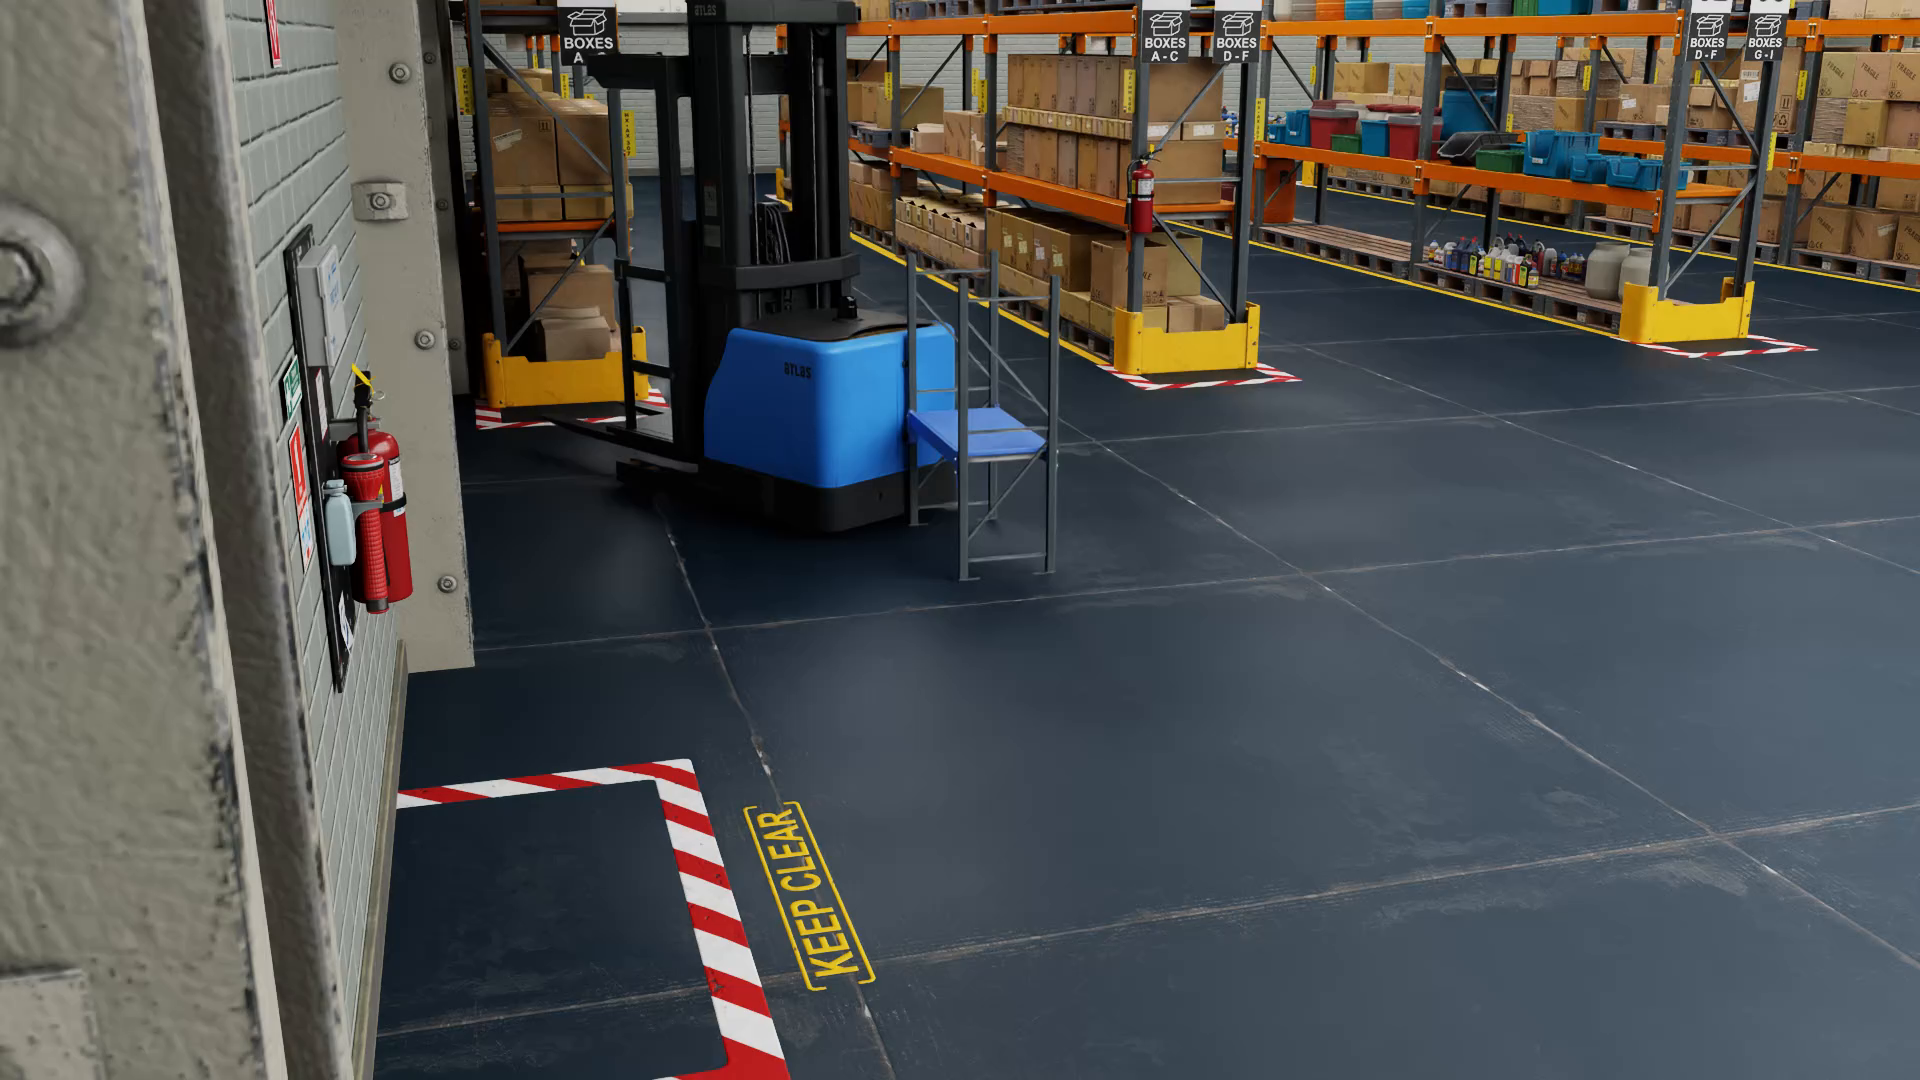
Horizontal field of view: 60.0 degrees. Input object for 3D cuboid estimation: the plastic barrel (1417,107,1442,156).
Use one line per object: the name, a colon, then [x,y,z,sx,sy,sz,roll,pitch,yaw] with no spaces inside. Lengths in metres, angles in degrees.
plastic barrel: [5.460,-4.707,19.171,0.433,0.535,0.433,0,17,0]

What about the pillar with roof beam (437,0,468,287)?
pillar with roof beam: [-1.448,-7.469,18.173,9.100,9.000,0.400,-5,17,-15]

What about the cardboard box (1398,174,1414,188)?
cardboard box: [7.972,-6.337,27.797,0.875,0.875,0.875,-5,17,-15]

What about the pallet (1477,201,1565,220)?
pallet: [8.699,-5.083,25.508,1.003,0.211,1.213,-5,17,-15]

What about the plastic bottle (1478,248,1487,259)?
plastic bottle: [5.463,-2.918,17.429,0.097,0.271,0.097,0,17,0]

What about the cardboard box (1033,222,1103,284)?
cardboard box: [0.989,-2.645,15.289,0.500,0.500,0.500,-5,17,-15]

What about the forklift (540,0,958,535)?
forklift: [-1.424,-1.772,9.756,3.031,2.935,1.130,15,23,41]

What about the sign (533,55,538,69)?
sign: [-6.786,-7.603,26.624,0.100,0.325,0.005,-5,17,-15]

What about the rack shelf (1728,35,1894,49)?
rack shelf: [13.422,-7.867,25.965,1.077,0.370,4.000,-5,17,-15]

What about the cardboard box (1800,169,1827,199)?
cardboard box: [13.401,-5.531,25.767,0.500,0.500,0.500,-4,17,-13]

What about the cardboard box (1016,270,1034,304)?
cardboard box: [0.850,-2.424,15.857,0.500,0.250,0.500,-5,17,-15]

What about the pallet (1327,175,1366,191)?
pallet: [7.272,-6.520,30.291,1.003,0.211,1.213,-5,17,-15]

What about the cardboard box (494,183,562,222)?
cardboard box: [-3.229,-2.522,12.359,0.500,0.250,0.500,-4,17,-14]

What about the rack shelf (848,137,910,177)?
rack shelf: [-0.900,-5.284,22.580,1.077,0.370,4.000,-5,17,-15]

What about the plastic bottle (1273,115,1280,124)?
plastic bottle: [4.421,-5.788,23.210,0.061,0.283,0.133,-5,17,-15]

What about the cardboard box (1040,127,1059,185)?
cardboard box: [1.162,-3.610,15.584,0.700,0.500,0.500,-4,17,-14]

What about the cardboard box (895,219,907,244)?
cardboard box: [-0.489,-3.792,20.411,0.500,0.250,0.500,-5,17,-15]

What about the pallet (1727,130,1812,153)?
pallet: [10.204,-4.882,20.325,1.003,0.211,1.213,-5,17,-15]

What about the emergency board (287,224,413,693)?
emergency board: [-1.647,-0.249,4.567,0.194,1.169,0.643,-5,17,-15]

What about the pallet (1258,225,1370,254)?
pallet: [4.589,-3.913,21.613,1.003,0.211,1.213,-5,17,-15]

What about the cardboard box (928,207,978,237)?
cardboard box: [-0.057,-3.632,18.905,0.500,0.311,0.500,-5,17,-16]

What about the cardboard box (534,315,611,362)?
cardboard box: [-3.018,-1.592,12.946,0.500,0.311,0.500,-7,18,-22]

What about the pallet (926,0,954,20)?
pallet: [0.232,-5.932,18.601,1.003,0.211,1.213,-4,17,-13]

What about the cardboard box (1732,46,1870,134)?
cardboard box: [10.191,-5.471,20.178,1.000,1.000,1.000,-5,17,-15]

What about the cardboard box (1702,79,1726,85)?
cardboard box: [12.539,-7.549,27.541,0.380,0.149,0.250,-4,17,-12]

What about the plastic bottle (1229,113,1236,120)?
plastic bottle: [3.958,-6.071,24.171,0.097,0.271,0.097,0,17,0]

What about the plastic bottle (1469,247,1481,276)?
plastic bottle: [5.392,-2.912,17.390,0.061,0.283,0.133,-4,17,-13]

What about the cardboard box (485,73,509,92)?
cardboard box: [-5.487,-5.347,19.509,0.500,0.250,0.500,-4,17,-14]

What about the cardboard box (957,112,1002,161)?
cardboard box: [0.271,-4.515,18.595,0.500,0.500,0.500,-5,17,-15]

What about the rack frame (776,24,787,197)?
rack frame: [-2.549,-7.289,28.002,1.000,3.000,0.127,-5,17,-15]

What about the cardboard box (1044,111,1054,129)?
cardboard box: [0.994,-3.882,15.360,0.380,0.149,0.250,-5,17,-17]

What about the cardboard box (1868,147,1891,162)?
cardboard box: [10.303,-4.270,18.389,0.380,0.149,0.250,-5,17,-15]

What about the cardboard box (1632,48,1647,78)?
cardboard box: [12.209,-8.392,29.245,0.500,0.500,0.500,-4,17,-14]

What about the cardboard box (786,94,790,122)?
cardboard box: [-2.534,-7.051,27.036,0.500,0.500,0.500,-5,17,-16]

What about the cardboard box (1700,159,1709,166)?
cardboard box: [12.977,-6.561,28.771,0.380,0.149,0.250,-4,17,-13]

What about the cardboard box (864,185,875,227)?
cardboard box: [-0.975,-4.473,22.208,0.500,0.500,0.500,-5,18,-17]

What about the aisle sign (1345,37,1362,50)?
aisle sign: [7.245,-9.359,30.377,0.394,0.787,0.004,-5,17,-15]

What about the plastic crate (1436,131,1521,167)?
plastic crate: [5.534,-4.175,17.746,0.767,0.338,0.504,-5,17,-15]

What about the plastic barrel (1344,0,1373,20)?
plastic barrel: [4.804,-6.522,19.364,0.600,0.901,0.708,-5,17,-15]

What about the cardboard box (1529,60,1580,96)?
cardboard box: [8.813,-6.770,24.359,0.797,0.503,0.637,-4,17,-14]

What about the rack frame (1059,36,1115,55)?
rack frame: [2.214,-7.679,29.302,1.000,3.000,0.127,-5,17,-15]

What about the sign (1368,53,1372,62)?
sign: [7.502,-8.778,30.535,0.100,0.325,0.005,-5,17,-15]

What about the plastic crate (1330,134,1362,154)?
plastic crate: [4.762,-4.718,19.812,0.450,0.188,0.662,-5,17,-15]

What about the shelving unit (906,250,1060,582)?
shelving unit: [0.099,-0.673,8.585,0.538,1.500,1.048,-5,17,-15]

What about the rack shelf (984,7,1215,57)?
rack shelf: [1.298,-4.508,14.782,1.077,0.370,4.000,-5,17,-15]

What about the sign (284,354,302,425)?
sign: [-1.587,-0.361,3.956,0.001,0.109,0.331,-5,17,-15]

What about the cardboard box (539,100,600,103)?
cardboard box: [-3.443,-3.630,14.743,0.500,0.500,0.500,-5,17,-16]

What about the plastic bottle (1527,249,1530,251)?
plastic bottle: [6.104,-3.019,17.747,0.061,0.283,0.133,-4,17,-12]

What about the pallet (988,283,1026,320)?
pallet: [0.927,-2.411,16.610,1.003,0.211,1.213,-5,17,-15]

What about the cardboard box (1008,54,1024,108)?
cardboard box: [0.877,-4.516,16.344,0.700,0.500,0.500,-5,17,-15]

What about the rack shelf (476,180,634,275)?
rack shelf: [-3.464,-2.679,13.906,1.077,0.370,4.000,-5,17,-15]
